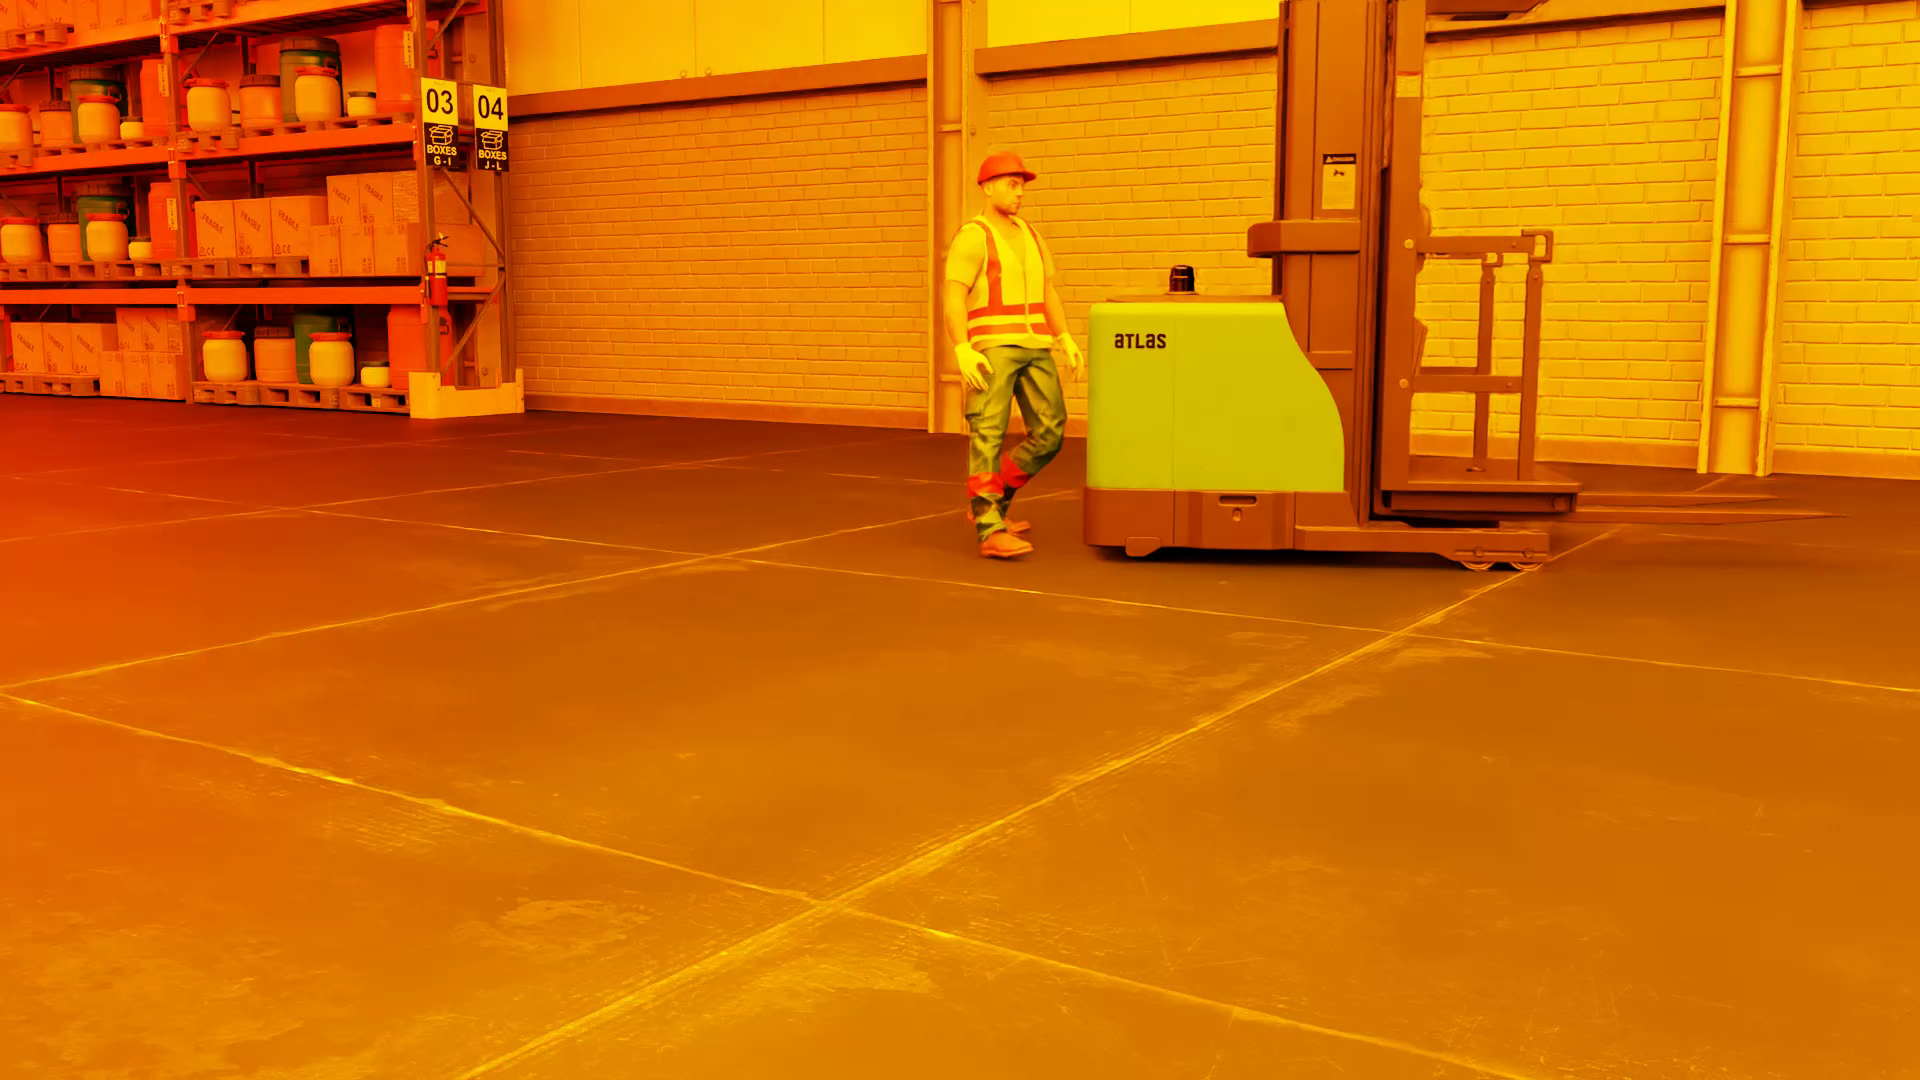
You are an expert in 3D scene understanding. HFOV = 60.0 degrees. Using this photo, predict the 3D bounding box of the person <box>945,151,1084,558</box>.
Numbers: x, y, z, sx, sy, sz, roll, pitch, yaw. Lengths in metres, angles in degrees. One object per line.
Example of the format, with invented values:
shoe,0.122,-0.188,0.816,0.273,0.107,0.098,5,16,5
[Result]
person,0.304,-0.817,7.226,0.721,1.734,0.702,-6,10,-37

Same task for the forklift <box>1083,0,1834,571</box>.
forklift,2.075,-1.404,7.063,3.031,2.935,1.130,1,8,7
